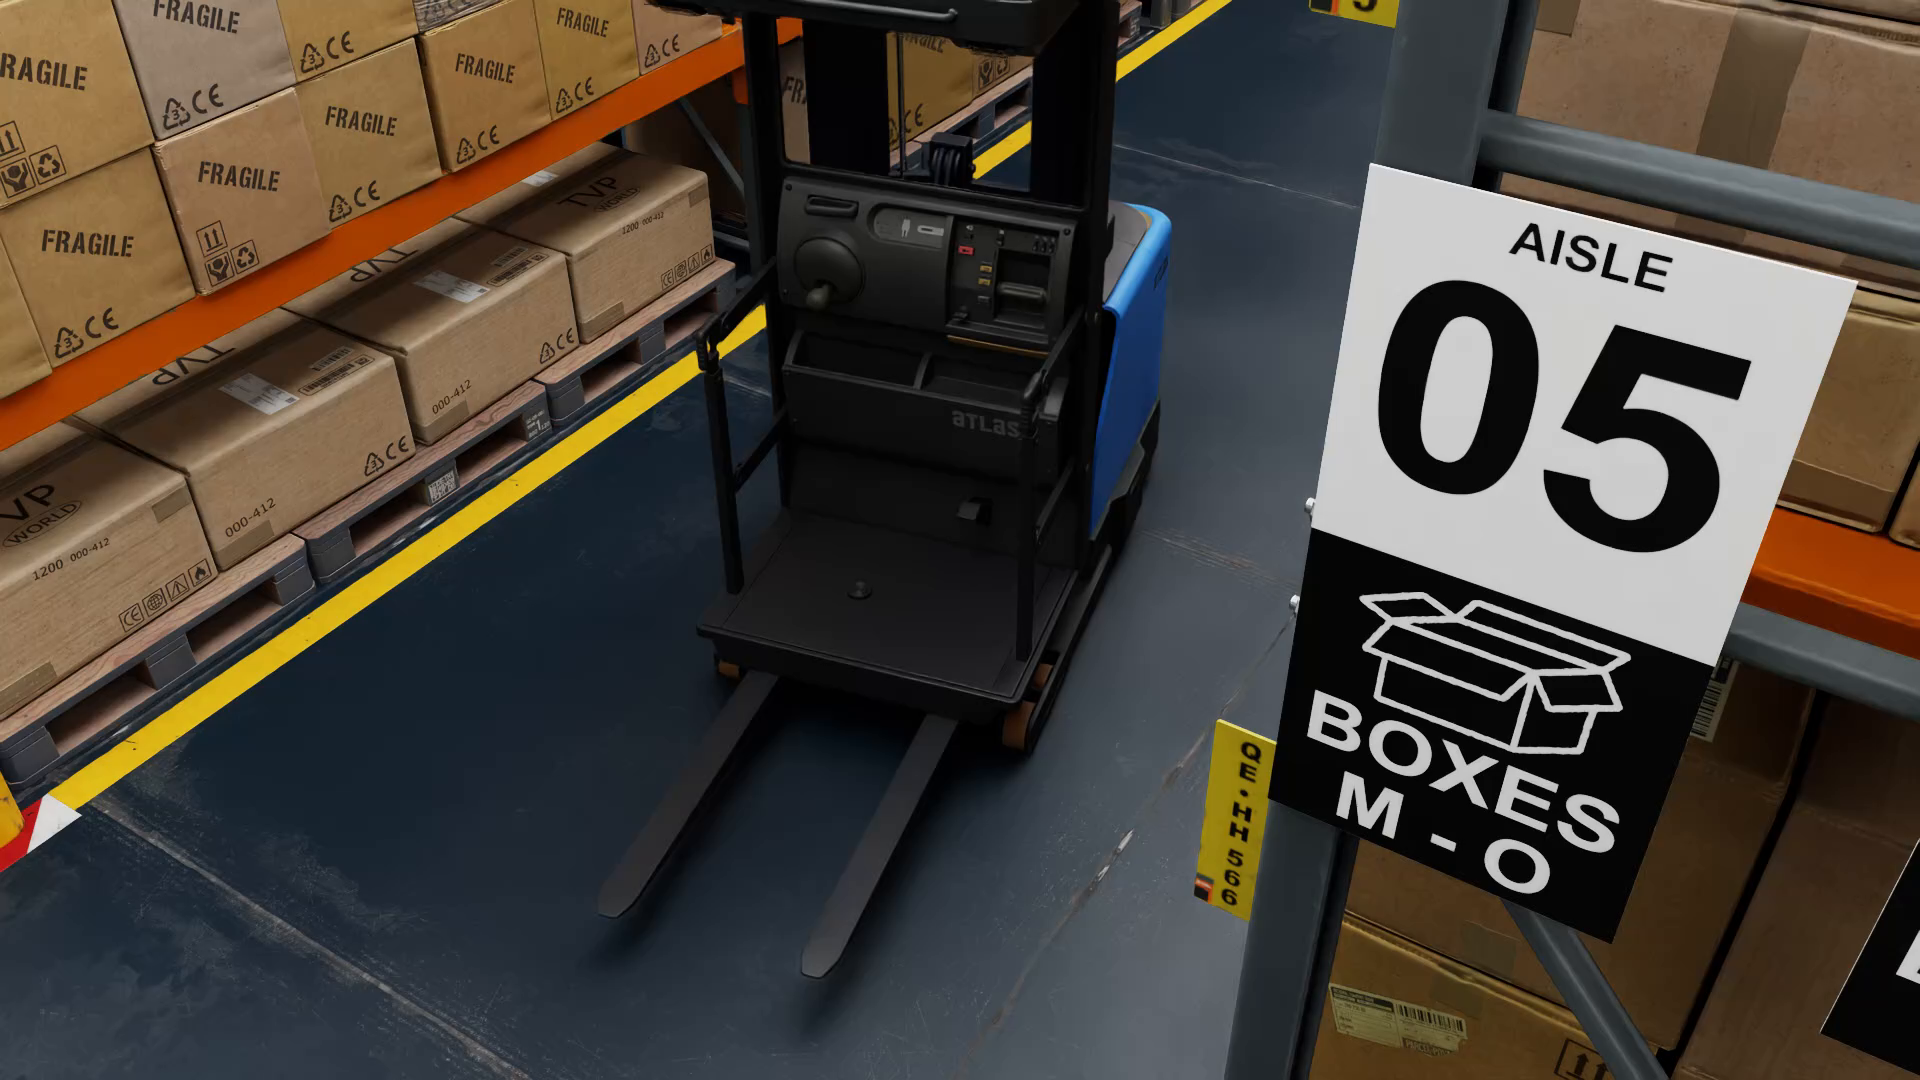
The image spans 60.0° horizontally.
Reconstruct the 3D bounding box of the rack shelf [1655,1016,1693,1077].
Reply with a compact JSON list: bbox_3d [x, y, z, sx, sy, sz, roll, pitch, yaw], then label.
[{"bbox_3d":[1.886,0.394,3.871,1.077,0.370,4.000,21,42,25],"label":"rack shelf"}]

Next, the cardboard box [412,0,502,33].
[{"bbox_3d":[-1.839,-2.067,5.573,0.500,0.500,0.500,22,43,26],"label":"cardboard box"}]

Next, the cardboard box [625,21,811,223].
[{"bbox_3d":[-1.011,-2.160,7.991,0.875,0.875,0.875,23,43,26],"label":"cardboard box"}]

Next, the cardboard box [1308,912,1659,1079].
[{"bbox_3d":[0.838,0.667,2.603,0.500,0.500,0.500,22,43,26],"label":"cardboard box"}]

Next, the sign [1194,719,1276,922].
[{"bbox_3d":[0.357,0.365,2.113,0.100,0.325,0.005,21,42,25],"label":"sign"}]

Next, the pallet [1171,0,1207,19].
[{"bbox_3d":[1.287,-3.849,11.070,1.003,0.211,1.213,21,42,25],"label":"pallet"}]

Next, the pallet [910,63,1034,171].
[{"bbox_3d":[-0.273,-2.439,9.240,1.003,0.211,1.213,21,42,25],"label":"pallet"}]

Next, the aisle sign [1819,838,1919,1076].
[{"bbox_3d":[1.029,0.246,1.344,0.394,0.787,0.004,21,42,25],"label":"aisle sign"}]

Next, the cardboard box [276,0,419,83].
[{"bbox_3d":[-2.115,-1.811,5.241,0.500,0.500,0.500,21,42,25],"label":"cardboard box"}]

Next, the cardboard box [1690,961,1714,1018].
[{"bbox_3d":[1.554,0.557,2.745,0.500,0.500,0.500,21,42,25],"label":"cardboard box"}]

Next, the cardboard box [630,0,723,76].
[{"bbox_3d":[-1.309,-2.206,6.573,0.500,0.500,0.500,22,43,26],"label":"cardboard box"}]

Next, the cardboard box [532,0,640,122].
[{"bbox_3d":[-1.580,-1.939,6.226,0.500,0.500,0.500,20,42,24],"label":"cardboard box"}]

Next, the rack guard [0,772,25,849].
[{"bbox_3d":[-3.432,0.575,5.094,1.175,0.500,0.348,21,42,25],"label":"rack guard"}]

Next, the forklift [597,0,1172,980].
[{"bbox_3d":[-0.181,-0.766,4.843,1.130,2.935,3.031,12,39,15],"label":"forklift"}]

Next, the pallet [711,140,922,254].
[{"bbox_3d":[-0.926,-1.807,8.421,1.003,0.211,1.213,21,42,25],"label":"pallet"}]

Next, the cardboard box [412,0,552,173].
[{"bbox_3d":[-1.837,-1.675,5.884,0.500,0.500,0.500,21,42,24],"label":"cardboard box"}]

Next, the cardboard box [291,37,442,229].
[{"bbox_3d":[-2.130,-1.410,5.540,0.500,0.500,0.500,23,43,27],"label":"cardboard box"}]

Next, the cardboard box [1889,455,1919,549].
[{"bbox_3d":[1.271,-0.136,1.636,0.500,0.250,0.500,23,43,27],"label":"cardboard box"}]

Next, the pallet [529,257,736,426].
[{"bbox_3d":[-1.750,-1.018,7.398,1.003,0.211,1.213,21,42,25],"label":"pallet"}]

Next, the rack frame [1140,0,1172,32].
[{"bbox_3d":[0.867,-4.551,9.697,1.000,3.000,0.127,21,42,25],"label":"rack frame"}]

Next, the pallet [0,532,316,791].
[{"bbox_3d":[-3.057,0.240,5.766,1.003,0.211,1.213,21,42,25],"label":"pallet"}]

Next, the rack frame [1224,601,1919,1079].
[{"bbox_3d":[0.815,1.140,2.314,1.000,3.000,0.127,21,42,25],"label":"rack frame"}]

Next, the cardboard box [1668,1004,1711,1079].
[{"bbox_3d":[1.289,0.842,2.376,0.500,0.500,0.500,23,43,27],"label":"cardboard box"}]

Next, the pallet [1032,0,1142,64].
[{"bbox_3d":[0.381,-3.065,10.053,1.003,0.211,1.213,21,42,25],"label":"pallet"}]

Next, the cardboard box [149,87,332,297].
[{"bbox_3d":[-2.384,-1.146,5.198,0.500,0.500,0.500,21,42,25],"label":"cardboard box"}]

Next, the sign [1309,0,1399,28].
[{"bbox_3d":[0.357,-0.590,1.377,0.100,0.325,0.005,21,42,25],"label":"sign"}]

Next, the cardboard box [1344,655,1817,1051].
[{"bbox_3d":[0.850,0.269,2.299,0.500,0.500,0.500,20,42,24],"label":"cardboard box"}]

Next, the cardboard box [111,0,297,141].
[{"bbox_3d":[-2.381,-1.553,4.907,0.500,0.500,0.500,21,42,25],"label":"cardboard box"}]

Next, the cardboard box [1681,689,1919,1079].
[{"bbox_3d":[1.279,0.442,2.075,0.500,0.500,0.500,21,42,25],"label":"cardboard box"}]

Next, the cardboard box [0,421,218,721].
[{"bbox_3d":[-3.150,0.049,5.485,0.875,0.438,0.875,20,42,24],"label":"cardboard box"}]

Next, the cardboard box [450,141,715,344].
[{"bbox_3d":[-1.703,-1.352,7.302,0.875,0.438,0.875,21,42,24],"label":"cardboard box"}]

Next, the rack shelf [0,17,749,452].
[{"bbox_3d":[-2.348,-1.173,5.904,1.077,0.370,4.000,21,42,25],"label":"rack shelf"}]

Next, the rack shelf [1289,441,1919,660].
[{"bbox_3d":[1.886,-0.794,2.955,1.077,0.370,4.000,21,42,25],"label":"rack shelf"}]

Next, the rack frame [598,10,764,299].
[{"bbox_3d":[-1.276,-2.489,7.022,1.000,3.000,0.127,21,42,25],"label":"rack frame"}]

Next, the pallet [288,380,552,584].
[{"bbox_3d":[-2.402,-0.387,6.579,1.003,0.211,1.213,21,42,25],"label":"pallet"}]

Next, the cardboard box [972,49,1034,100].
[{"bbox_3d":[-0.055,-3.089,9.196,0.875,0.875,0.875,22,43,26],"label":"cardboard box"}]

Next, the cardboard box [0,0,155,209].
[{"bbox_3d":[-2.650,-1.285,4.560,0.500,0.500,0.500,20,42,24],"label":"cardboard box"}]

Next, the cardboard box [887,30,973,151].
[{"bbox_3d":[-0.534,-2.628,8.598,0.875,0.875,0.875,22,43,26],"label":"cardboard box"}]

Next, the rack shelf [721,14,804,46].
[{"bbox_3d":[-0.205,-3.235,8.579,1.077,0.370,4.000,21,42,25],"label":"rack shelf"}]

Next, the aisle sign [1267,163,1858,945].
[{"bbox_3d":[0.522,0.050,1.599,0.394,0.787,0.004,21,42,25],"label":"aisle sign"}]

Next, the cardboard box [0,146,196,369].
[{"bbox_3d":[-2.672,-0.890,4.866,0.500,0.500,0.500,21,42,25],"label":"cardboard box"}]

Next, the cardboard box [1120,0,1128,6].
[{"bbox_3d":[0.427,-3.547,9.791,0.875,0.875,0.875,21,42,25],"label":"cardboard box"}]

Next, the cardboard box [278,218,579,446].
[{"bbox_3d":[-2.182,-0.890,6.703,0.875,0.438,0.875,20,42,24],"label":"cardboard box"}]

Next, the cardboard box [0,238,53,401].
[{"bbox_3d":[-2.919,-0.620,4.516,0.500,0.500,0.500,21,42,25],"label":"cardboard box"}]

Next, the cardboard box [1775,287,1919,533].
[{"bbox_3d":[0.835,-0.309,1.861,0.500,0.250,0.500,20,42,24],"label":"cardboard box"}]

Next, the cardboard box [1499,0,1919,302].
[{"bbox_3d":[0.847,-0.507,1.708,0.500,0.250,0.500,20,42,24],"label":"cardboard box"}]

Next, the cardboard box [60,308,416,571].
[{"bbox_3d":[-2.667,-0.426,6.100,0.875,0.438,0.875,22,43,26],"label":"cardboard box"}]

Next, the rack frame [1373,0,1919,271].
[{"bbox_3d":[0.815,-1.236,0.483,1.000,3.000,0.127,21,42,25],"label":"rack frame"}]
